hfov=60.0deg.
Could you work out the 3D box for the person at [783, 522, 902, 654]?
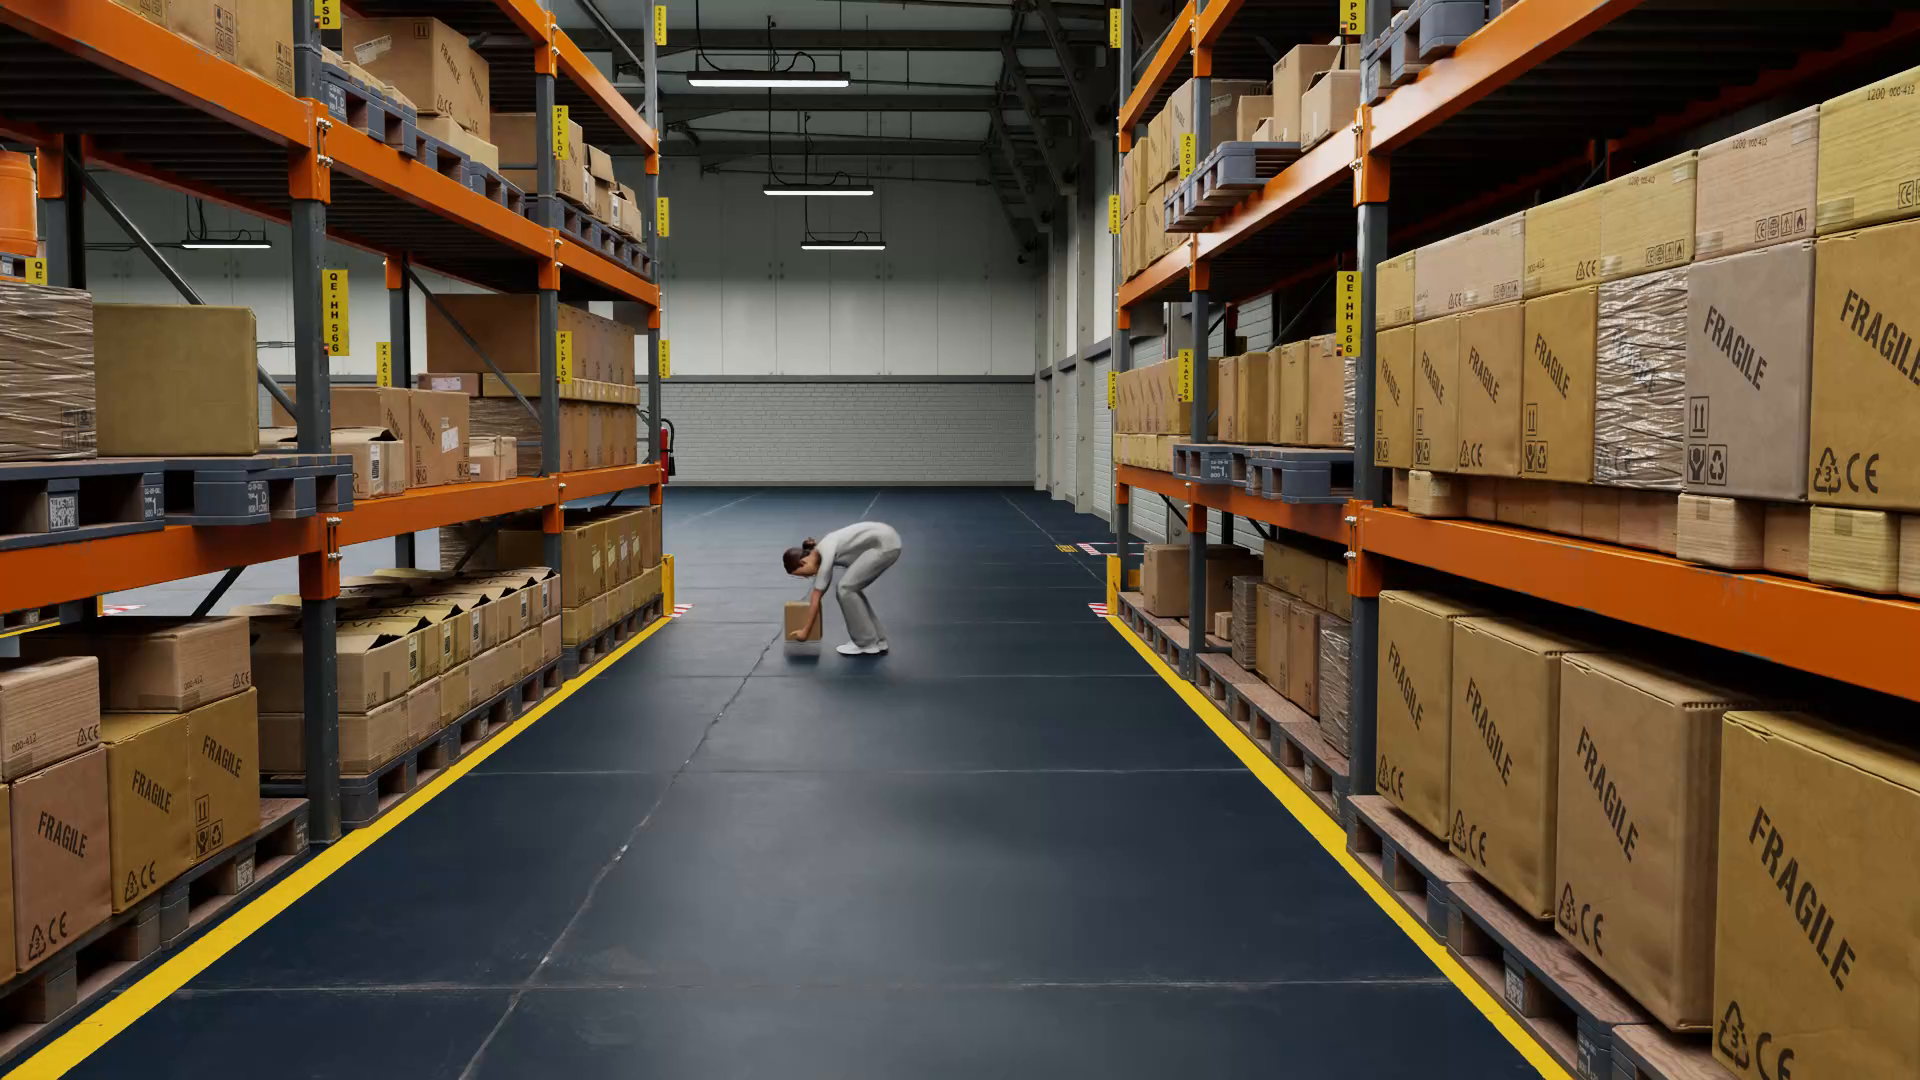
[{"bbox_3d":[-0.837,0.341,11.890,0.853,0.935,0.451,0,4,-4],"label":"person"}]
